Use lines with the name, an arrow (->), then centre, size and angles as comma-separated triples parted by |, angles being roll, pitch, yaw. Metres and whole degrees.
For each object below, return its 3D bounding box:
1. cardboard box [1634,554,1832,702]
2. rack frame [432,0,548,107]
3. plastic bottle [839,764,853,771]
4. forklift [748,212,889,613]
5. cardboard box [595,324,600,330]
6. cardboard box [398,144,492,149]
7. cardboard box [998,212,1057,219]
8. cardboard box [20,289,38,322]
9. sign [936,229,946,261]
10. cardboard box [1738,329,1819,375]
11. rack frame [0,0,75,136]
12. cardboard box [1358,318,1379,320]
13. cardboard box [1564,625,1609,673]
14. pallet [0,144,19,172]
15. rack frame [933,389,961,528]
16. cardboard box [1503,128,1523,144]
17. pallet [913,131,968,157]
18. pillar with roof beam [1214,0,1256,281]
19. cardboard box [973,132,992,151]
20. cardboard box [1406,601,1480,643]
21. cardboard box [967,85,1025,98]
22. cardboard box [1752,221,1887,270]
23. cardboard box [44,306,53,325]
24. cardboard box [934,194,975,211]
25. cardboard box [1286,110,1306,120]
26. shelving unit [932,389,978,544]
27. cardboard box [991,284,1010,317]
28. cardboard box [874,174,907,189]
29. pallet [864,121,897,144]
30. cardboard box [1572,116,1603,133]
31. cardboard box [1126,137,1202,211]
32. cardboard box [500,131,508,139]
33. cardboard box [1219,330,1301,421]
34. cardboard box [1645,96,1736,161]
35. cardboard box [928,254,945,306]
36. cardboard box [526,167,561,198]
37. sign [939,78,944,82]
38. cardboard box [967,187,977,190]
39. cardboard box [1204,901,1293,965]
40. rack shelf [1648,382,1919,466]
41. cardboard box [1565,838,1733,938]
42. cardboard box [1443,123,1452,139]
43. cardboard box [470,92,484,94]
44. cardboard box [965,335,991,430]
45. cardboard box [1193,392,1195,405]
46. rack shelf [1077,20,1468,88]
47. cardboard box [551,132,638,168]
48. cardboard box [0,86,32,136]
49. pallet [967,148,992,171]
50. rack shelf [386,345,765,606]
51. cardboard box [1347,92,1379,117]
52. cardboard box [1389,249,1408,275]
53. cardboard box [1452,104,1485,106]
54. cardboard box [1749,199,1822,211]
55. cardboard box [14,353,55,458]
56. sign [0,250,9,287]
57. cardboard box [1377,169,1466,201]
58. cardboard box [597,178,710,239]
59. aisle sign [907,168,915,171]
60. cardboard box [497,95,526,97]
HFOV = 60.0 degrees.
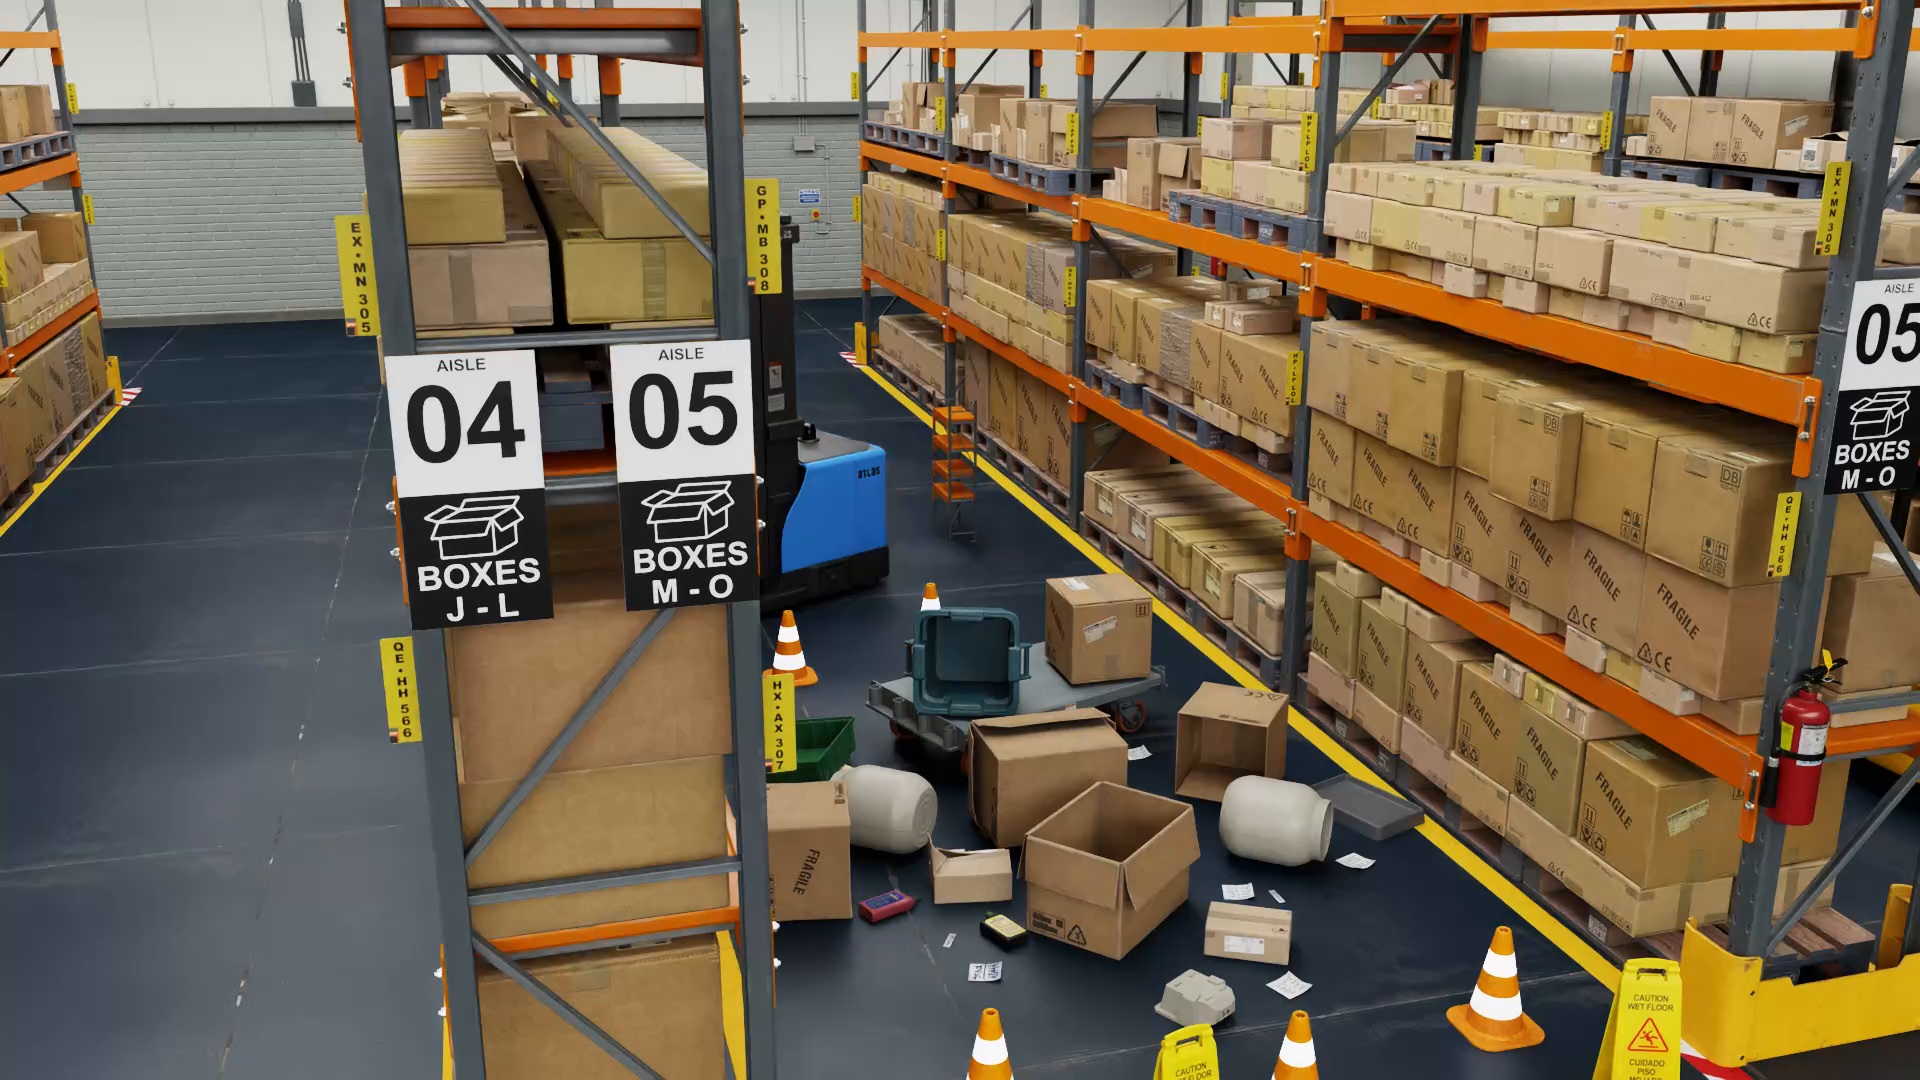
cardboard box -> 3.218, 0.330, 6.950 | 0.500, 0.500, 0.500 | -5, 17, -16
rack frame -> -4.398, -5.125, 15.371 | 1.000, 3.000, 0.127 | -5, 17, -15
plastic bottle -> -0.672, 1.326, 9.433 | 0.283, 0.061, 0.133 | 16, 23, 42
forklift -> -1.968, -0.885, 11.805 | 3.031, 2.935, 1.130 | -15, 22, -41
cardboard box -> -1.025, -0.758, 5.579 | 0.380, 0.149, 0.250 | -5, 17, -15
cardboard box -> -2.075, -1.507, 6.686 | 0.380, 0.149, 0.250 | -5, 17, -15
cardboard box -> 0.698, -3.094, 17.126 | 0.500, 0.500, 0.500 | -4, 17, -13
cardboard box -> -9.203, -2.247, 15.961 | 0.500, 0.250, 0.500 | -5, 17, -16
sign -> -0.199, -3.079, 17.347 | 0.100, 0.325, 0.005 | -5, 17, -15
cardboard box -> 3.265, -0.745, 6.439 | 0.380, 0.149, 0.250 | -5, 17, -15
rack frame -> -10.294, -5.867, 17.842 | 1.000, 3.000, 0.127 | -5, 17, -15
cardboard box -> 2.743, -1.318, 10.579 | 0.380, 0.149, 0.250 | -5, 17, -15
cardboard box -> 2.998, 0.479, 7.579 | 0.380, 0.149, 0.250 | -4, 17, -14
pallet -> -9.409, -3.509, 15.359 | 1.003, 0.211, 1.213 | -5, 17, -15
rack frame -> -0.113, -0.688, 14.157 | 0.240, 1.200, 0.015 | -5, 17, -15
cardboard box -> 5.548, -3.951, 16.244 | 0.380, 0.149, 0.250 | -4, 17, -14
pallet -> 0.119, -4.292, 17.967 | 1.003, 0.211, 1.213 | -5, 17, -15
pillar with roof beam -> -0.007, -7.521, 23.347 | 9.100, 9.000, 0.400 | -5, 17, -15
cardboard box -> 0.345, -3.819, 15.914 | 0.380, 0.166, 0.250 | -6, 18, -19
cardboard box -> 2.632, 0.428, 8.932 | 0.380, 0.149, 0.250 | -4, 17, -12
cardboard box -> 0.374, -4.584, 17.706 | 0.500, 0.500, 0.500 | -4, 17, -14
cardboard box -> 3.255, -1.120, 6.303 | 0.380, 0.149, 0.250 | -5, 17, -15
cardboard box -> -9.312, -2.234, 16.611 | 0.380, 0.149, 0.250 | -4, 17, -15
cardboard box -> -0.057, -3.568, 17.578 | 0.380, 0.149, 0.250 | -5, 17, -16
cardboard box -> 4.318, -5.111, 20.283 | 0.500, 0.250, 0.500 | -5, 17, -16
shelving unit -> -0.045, -0.620, 13.932 | 0.258, 1.200, 0.503 | -5, 17, -15
cardboard box -> 0.608, -2.271, 15.691 | 0.500, 0.250, 0.500 | -5, 17, -17
cardboard box -> -0.832, -4.347, 20.170 | 0.380, 0.149, 0.250 | -4, 17, -14
pallet -> -0.551, -4.967, 20.214 | 1.003, 0.211, 1.213 | -5, 17, -15
cardboard box -> 5.855, -3.809, 15.255 | 0.380, 0.149, 0.250 | -5, 18, -17
cardboard box -> 1.684, -2.786, 12.625 | 0.700, 0.500, 0.500 | -5, 17, -15
cardboard box -> -3.486, -3.084, 13.618 | 0.500, 0.500, 0.500 | -5, 17, -15
cardboard box -> 2.048, -1.096, 10.967 | 0.500, 0.500, 0.500 | -5, 17, -15
cardboard box -> 6.170, -3.472, 14.005 | 0.500, 0.500, 0.500 | -5, 17, -15
cardboard box -> -0.039, -2.827, 17.975 | 0.500, 0.500, 0.500 | -5, 17, -15
cardboard box -> -1.678, -1.539, 7.488 | 0.500, 0.250, 0.500 | -5, 17, -15
sign -> -0.240, -5.639, 20.896 | 0.100, 0.325, 0.005 | -5, 17, -15
cardboard box -> 0.291, -3.827, 18.439 | 0.380, 0.149, 0.250 | -5, 17, -16
cardboard box -> 1.330, 1.811, 7.665 | 0.380, 0.149, 0.250 | 4, 17, 13
rack shelf -> 6.755, -1.060, 13.518 | 1.077, 0.370, 4.000 | -5, 17, -15
cardboard box -> 3.145, 1.555, 7.611 | 0.500, 0.250, 0.500 | -5, 17, -16
cardboard box -> 5.150, -4.162, 16.914 | 0.380, 0.149, 0.250 | -4, 17, -14
cardboard box -> -5.574, -4.974, 18.781 | 0.380, 0.149, 0.250 | -4, 17, -13
cardboard box -> 0.581, -1.689, 17.325 | 0.875, 0.875, 0.875 | -4, 17, -14
cardboard box -> 1.886, -1.024, 11.853 | 0.380, 0.149, 0.250 | -5, 18, -17
rack shelf -> 1.983, -3.348, 11.403 | 1.077, 0.370, 4.000 | -5, 17, -15
cardboard box -> -1.654, -1.771, 7.565 | 0.380, 0.149, 0.250 | -5, 17, -15
cardboard box -> -10.060, -4.423, 17.170 | 0.700, 0.500, 0.500 | -5, 18, -17
pallet -> 0.634, -3.766, 16.395 | 0.805, 0.209, 1.217 | -5, 18, -17
rack shelf -> -1.649, -0.578, 6.698 | 1.077, 0.370, 4.000 | -5, 17, -15
cardboard box -> 4.736, -4.932, 18.817 | 0.500, 0.250, 0.500 | -5, 17, -15
cardboard box -> 2.575, -1.532, 9.061 | 0.380, 0.149, 0.250 | -5, 17, -15
cardboard box -> 5.470, -4.561, 17.723 | 0.380, 0.149, 0.250 | -5, 17, -16
cardboard box -> 3.639, -1.382, 7.176 | 0.380, 0.149, 0.250 | -5, 17, -15
cardboard box -> -9.299, -1.260, 15.896 | 0.875, 0.875, 0.875 | -5, 17, -15
sign -> -8.675, -2.450, 15.018 | 0.100, 0.325, 0.005 | -5, 17, -15
cardboard box -> 2.469, -1.900, 8.900 | 0.380, 0.149, 0.250 | -5, 18, -17
cardboard box -> -0.885, -0.997, 4.990 | 0.380, 0.149, 0.250 | -5, 17, -15
aisle sign -> -0.487, -5.067, 21.087 | 0.394, 0.787, 0.004 | -5, 17, -15
cardboard box -> -4.801, -4.728, 17.962 | 0.380, 0.149, 0.250 | -4, 17, -14
